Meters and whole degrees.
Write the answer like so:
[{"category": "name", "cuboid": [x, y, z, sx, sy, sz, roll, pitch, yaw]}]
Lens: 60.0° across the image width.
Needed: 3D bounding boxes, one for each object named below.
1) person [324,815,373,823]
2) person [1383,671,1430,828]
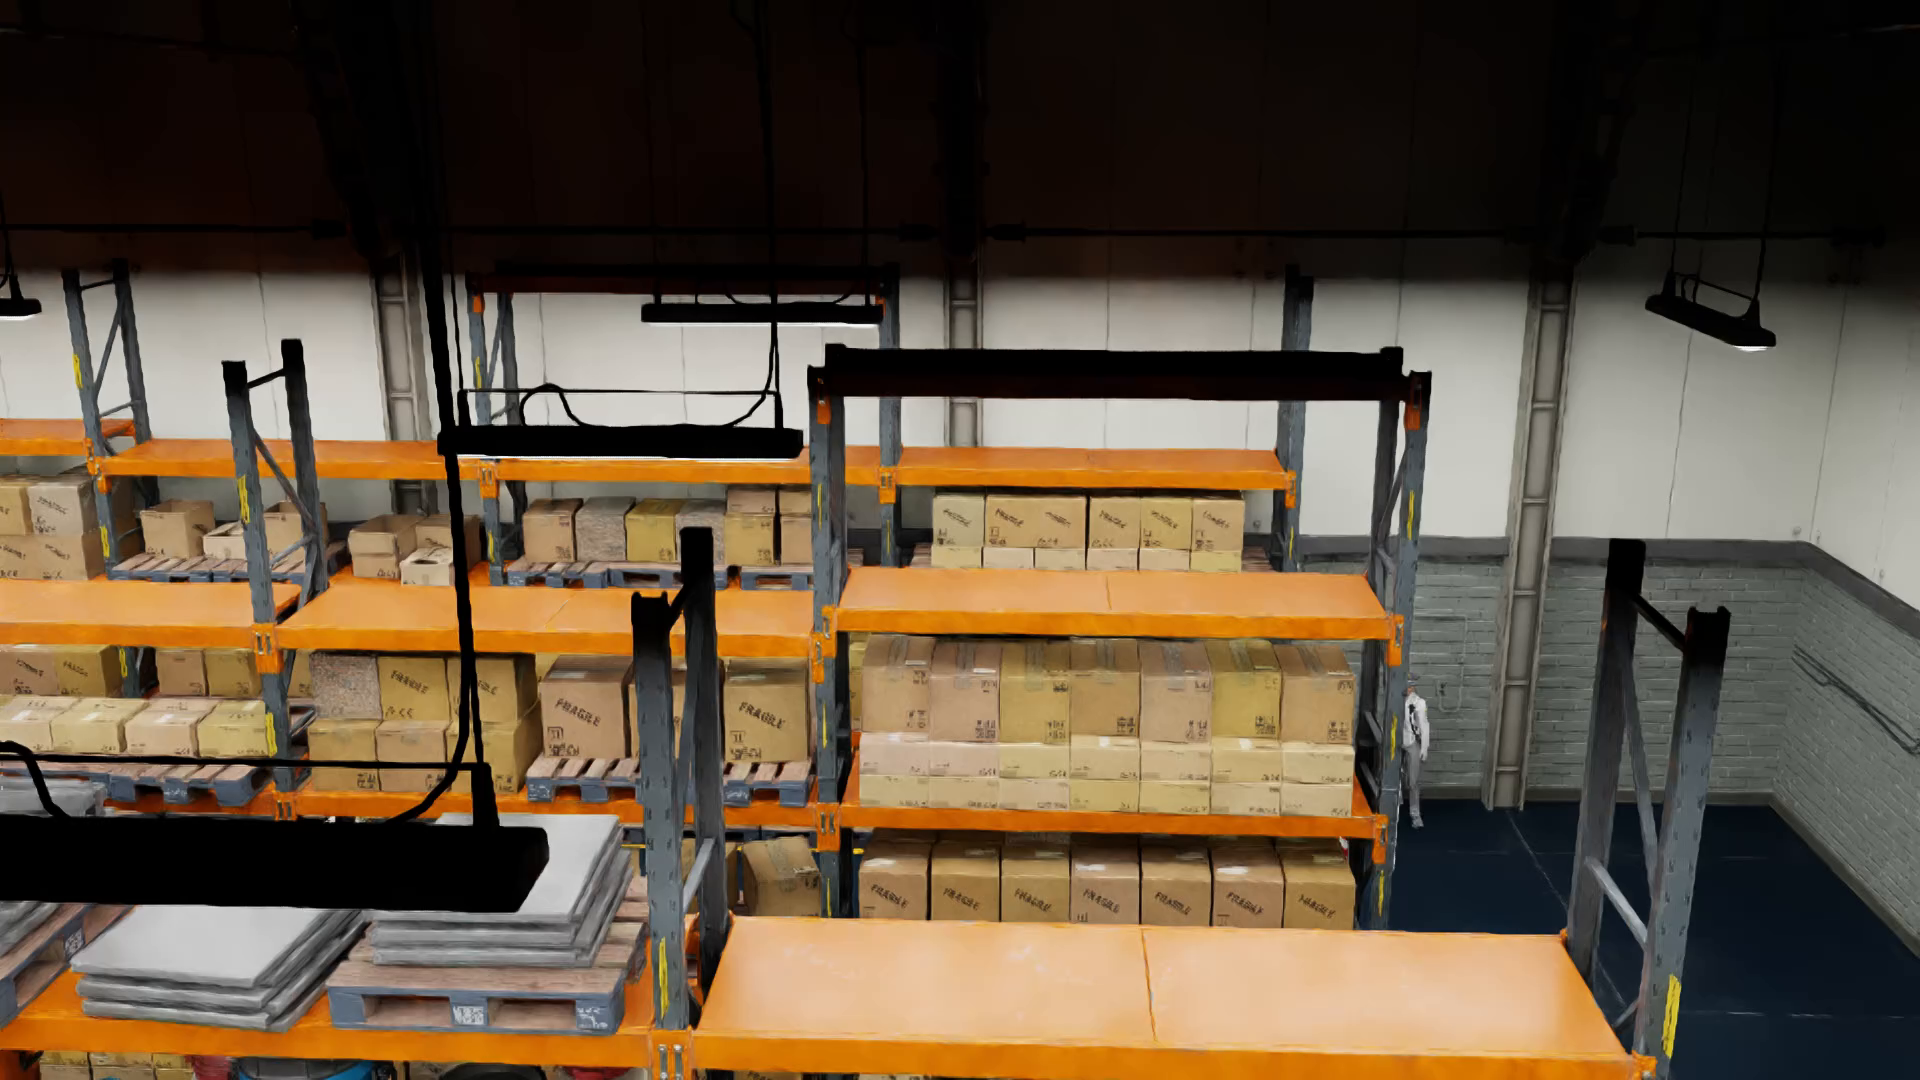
[{"category": "person", "cuboid": [-5.693, 2.946, 15.569, 0.991, 1.606, 0.493, 0, 16, 1]}, {"category": "person", "cuboid": [4.845, 2.204, 17.994, 0.682, 1.670, 0.553, 13, 21, 39]}]
